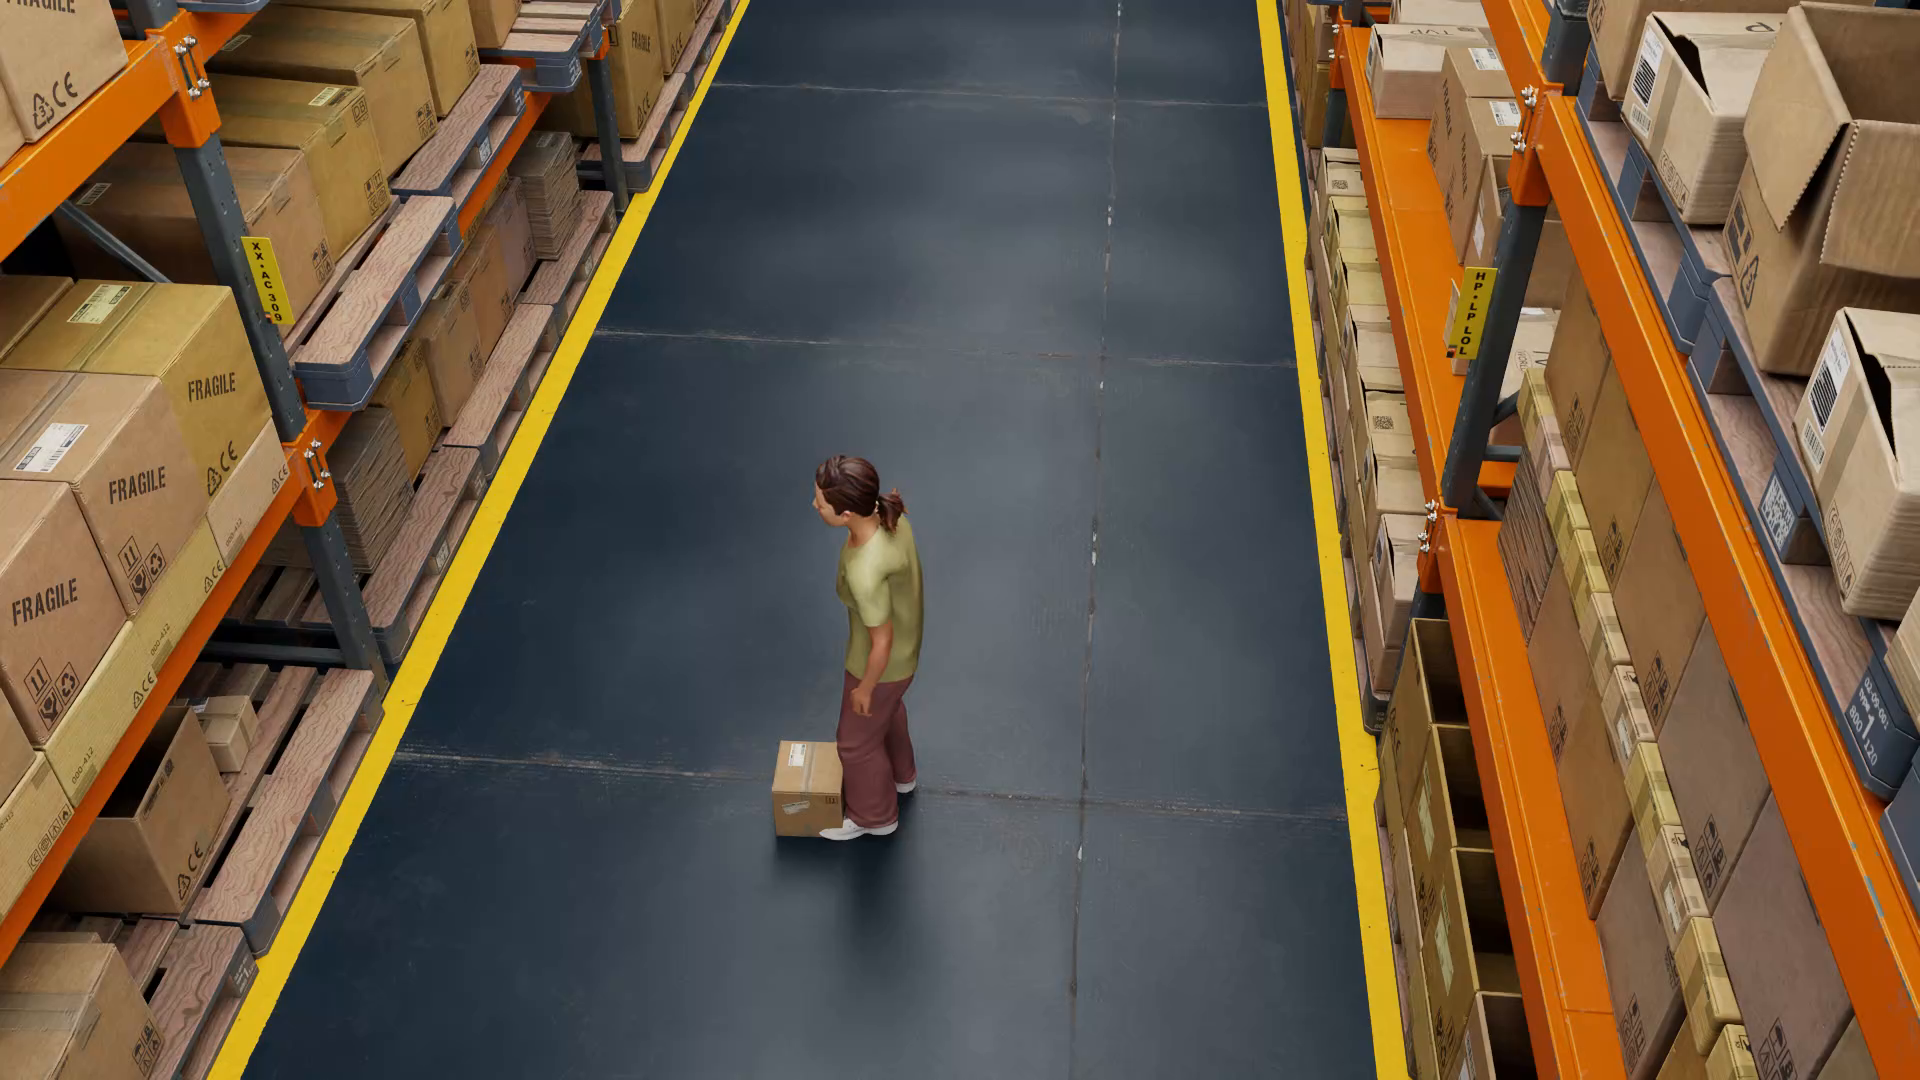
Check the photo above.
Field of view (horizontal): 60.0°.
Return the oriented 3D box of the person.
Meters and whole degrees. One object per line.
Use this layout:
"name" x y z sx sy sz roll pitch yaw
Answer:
"person" -0.326 0.383 5.704 0.405 1.673 0.498 3 40 4
